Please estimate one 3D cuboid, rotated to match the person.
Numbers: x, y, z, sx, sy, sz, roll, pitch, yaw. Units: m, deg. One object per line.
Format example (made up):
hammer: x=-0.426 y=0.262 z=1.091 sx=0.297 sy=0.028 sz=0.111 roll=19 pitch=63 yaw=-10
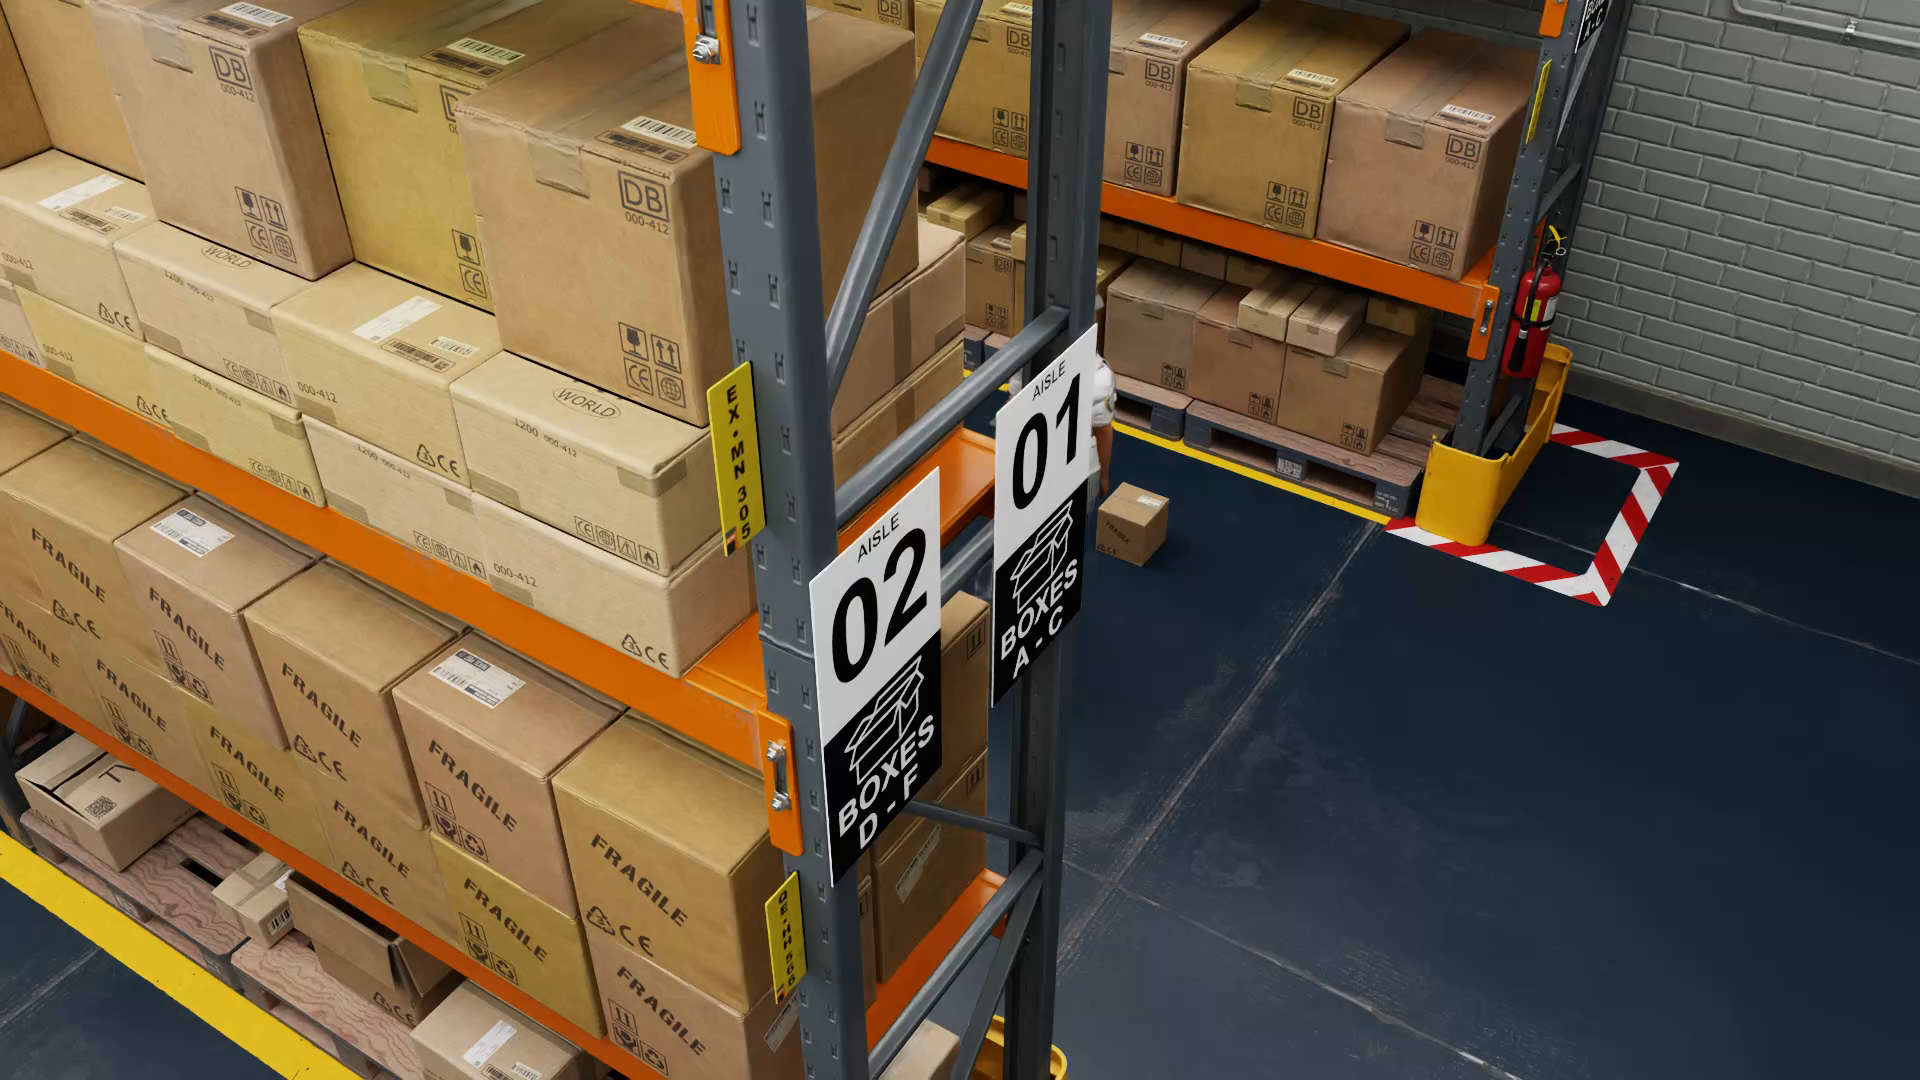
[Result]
person: x=0.453 y=-0.354 z=7.141 sx=0.494 sy=1.706 sz=0.492 roll=22 pitch=44 yaw=25
